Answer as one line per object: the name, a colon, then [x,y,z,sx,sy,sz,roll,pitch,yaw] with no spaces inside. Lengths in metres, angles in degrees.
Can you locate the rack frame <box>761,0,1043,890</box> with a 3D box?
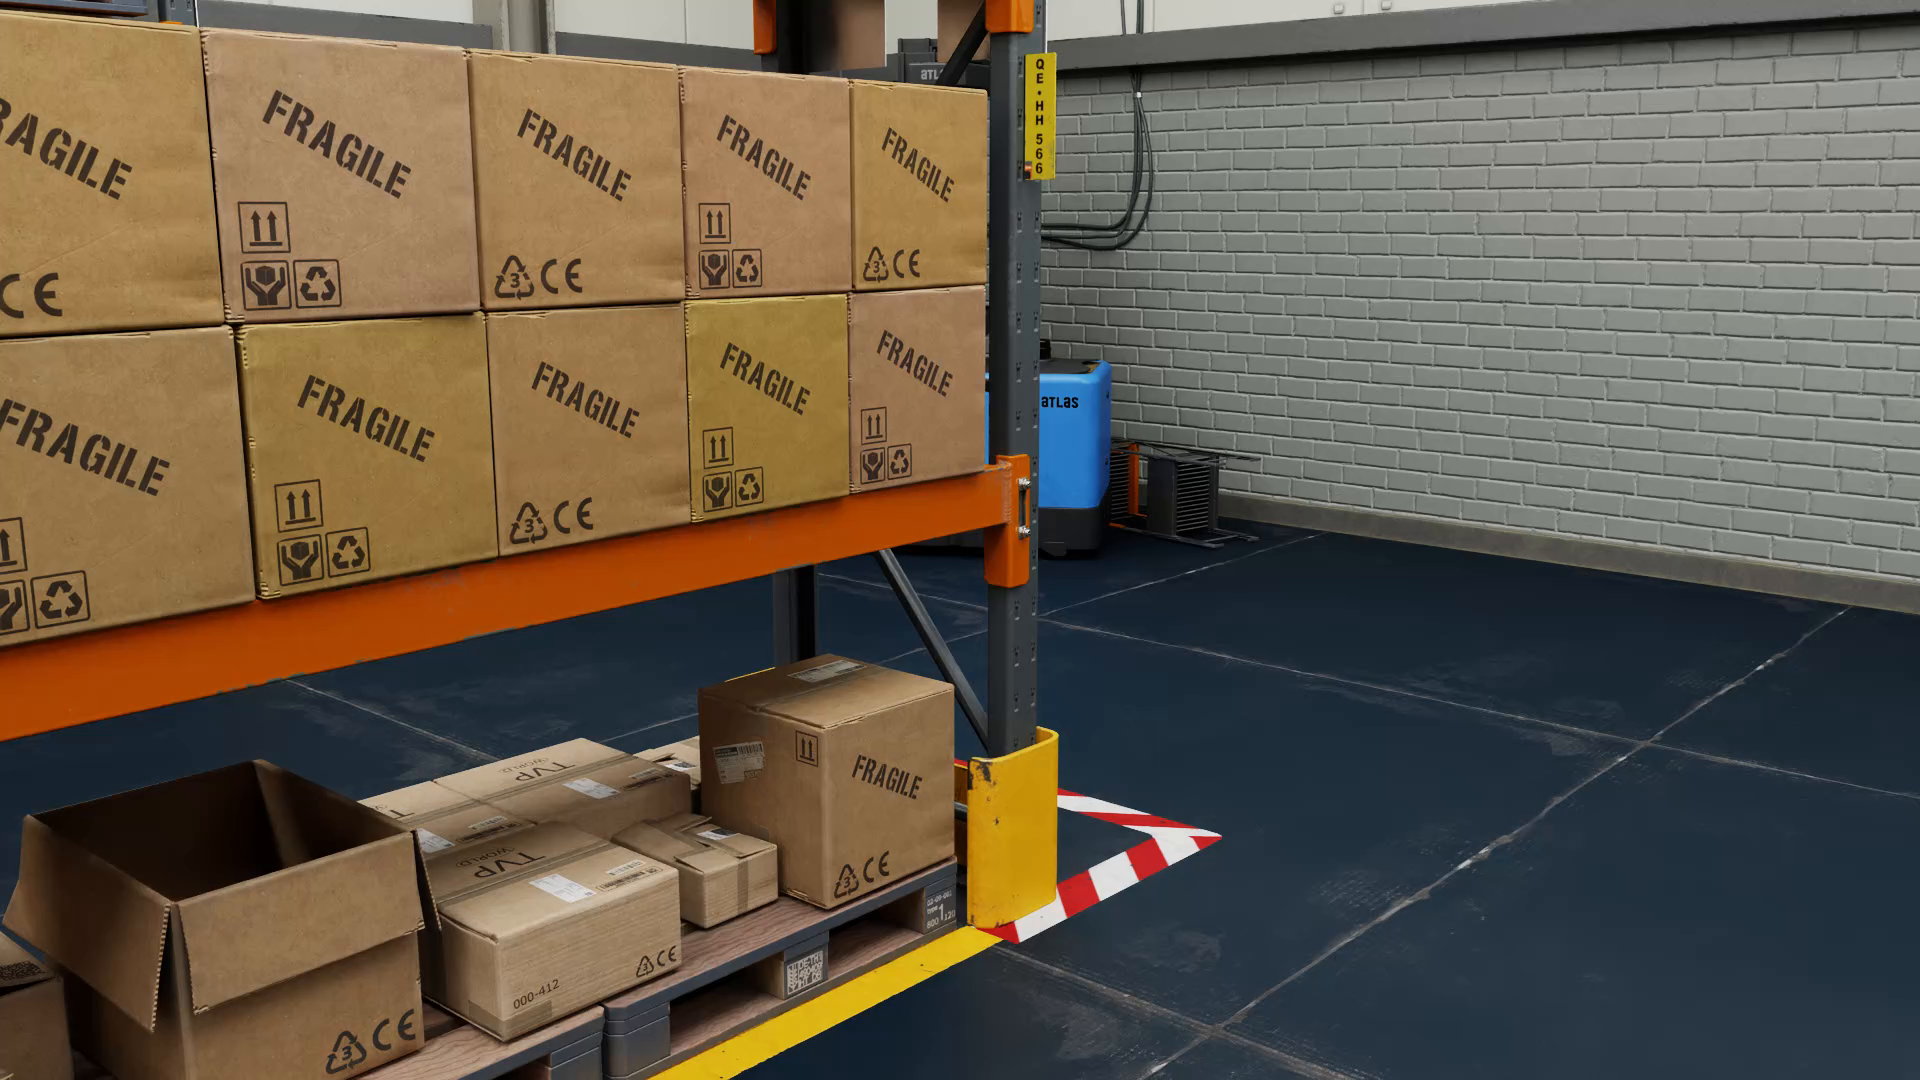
rack frame: [-0.190,-0.478,4.944,1.000,3.000,0.127,10,15,40]

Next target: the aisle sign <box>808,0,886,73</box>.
aisle sign: [-0.366,-1.800,4.930,0.394,0.787,0.004,10,15,40]

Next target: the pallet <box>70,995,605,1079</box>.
pallet: [-1.571,1.197,3.679,1.003,0.211,1.213,10,15,40]

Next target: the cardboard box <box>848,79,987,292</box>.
cardboard box: [-0.277,-0.916,4.330,0.500,0.500,0.500,10,15,40]

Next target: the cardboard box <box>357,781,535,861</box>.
cardboard box: [-1.422,0.845,4.217,0.500,0.250,0.500,10,15,40]

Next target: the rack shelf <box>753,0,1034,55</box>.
rack shelf: [-1.510,-1.302,3.247,1.077,0.370,4.000,10,15,40]

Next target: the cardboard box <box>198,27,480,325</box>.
cardboard box: [-1.288,-0.689,3.194,0.500,0.500,0.500,10,15,42]

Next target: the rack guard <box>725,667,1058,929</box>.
rack guard: [-0.240,0.759,5.133,1.175,0.500,0.348,10,15,40]

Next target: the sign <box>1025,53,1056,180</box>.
sign: [0.214,-1.126,4.426,0.100,0.325,0.005,10,15,40]

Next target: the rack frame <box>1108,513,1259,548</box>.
rack frame: [1.005,-0.136,10.802,0.400,0.015,2.100,-9,14,-38]

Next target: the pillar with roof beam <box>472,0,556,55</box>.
pillar with roof beam: [0.453,-4.012,7.322,9.100,9.000,0.400,10,15,40]

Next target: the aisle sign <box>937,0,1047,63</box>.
aisle sign: [0.085,-1.723,4.541,0.394,0.787,0.004,10,15,40]

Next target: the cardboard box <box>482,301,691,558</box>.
cardboard box: [-0.954,-0.276,3.680,0.500,0.500,0.500,10,15,41]

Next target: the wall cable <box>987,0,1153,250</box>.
wall cable: [0.088,-3.323,11.799,3.097,2.526,0.112,10,15,40]

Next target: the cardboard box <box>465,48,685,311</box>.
cardboard box: [-0.949,-0.765,3.573,0.500,0.500,0.500,10,15,42]

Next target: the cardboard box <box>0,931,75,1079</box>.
cardboard box: [-2.172,0.983,3.374,0.500,0.311,0.500,10,15,40]

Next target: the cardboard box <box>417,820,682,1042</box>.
cardboard box: [-1.014,0.903,3.930,0.500,0.250,0.500,10,15,40]

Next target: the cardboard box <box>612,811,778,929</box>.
cardboard box: [-0.699,0.856,4.378,0.380,0.166,0.250,10,15,40]

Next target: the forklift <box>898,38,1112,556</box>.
forklift: [-0.614,-1.458,10.025,3.031,2.935,1.130,2,11,9]

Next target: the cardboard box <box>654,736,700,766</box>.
cardboard box: [-0.725,0.722,5.094,0.380,0.149,0.250,10,15,40]

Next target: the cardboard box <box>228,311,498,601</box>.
cardboard box: [-1.287,-0.202,3.309,0.500,0.500,0.500,9,15,40]

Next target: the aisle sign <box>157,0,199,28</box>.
aisle sign: [-3.641,-2.364,7.752,0.394,0.787,0.004,10,15,40]

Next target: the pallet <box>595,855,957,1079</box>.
pallet: [-0.766,1.019,4.573,1.003,0.211,1.213,10,15,40]

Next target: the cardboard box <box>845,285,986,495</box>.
cardboard box: [-0.281,-0.426,4.428,0.500,0.500,0.500,10,15,42]

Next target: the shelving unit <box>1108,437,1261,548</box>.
shelving unit: [1.004,-0.375,10.756,0.431,0.503,2.100,-9,14,-38]

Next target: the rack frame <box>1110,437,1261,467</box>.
rack frame: [1.002,-0.615,10.710,0.400,0.015,2.100,-9,14,-38]

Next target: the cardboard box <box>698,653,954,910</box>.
cardboard box: [-0.364,0.644,4.586,0.500,0.500,0.500,10,15,40]

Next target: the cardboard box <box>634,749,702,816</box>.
cardboard box: [-0.890,0.750,4.908,0.380,0.166,0.250,10,15,40]

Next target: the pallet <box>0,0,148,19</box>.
pallet: [-4.395,-2.434,7.310,1.003,0.211,1.213,10,15,40]

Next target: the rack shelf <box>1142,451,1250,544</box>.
rack shelf: [1.450,-0.273,10.209,0.431,0.480,0.518,-9,14,-38]

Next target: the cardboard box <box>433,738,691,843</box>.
cardboard box: [-1.092,0.772,4.585,0.500,0.250,0.500,10,15,40]

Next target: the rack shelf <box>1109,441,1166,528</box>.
rack shelf: [1.012,-0.373,10.746,0.431,0.480,0.518,-9,14,-38]

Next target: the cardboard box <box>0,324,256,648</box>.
cardboard box: [-1.622,-0.127,2.933,0.500,0.500,0.500,10,15,40]

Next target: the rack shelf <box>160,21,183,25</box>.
rack shelf: [-5.234,-1.941,6.451,1.077,0.370,4.000,10,15,40]

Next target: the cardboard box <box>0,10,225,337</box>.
cardboard box: [-1.628,-0.613,2.813,0.500,0.500,0.500,9,15,39]

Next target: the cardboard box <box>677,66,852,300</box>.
cardboard box: [-0.610,-0.841,3.958,0.500,0.500,0.500,10,15,42]

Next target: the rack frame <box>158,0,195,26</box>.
rack frame: [-3.914,-1.118,8.148,1.000,3.000,0.127,10,15,40]

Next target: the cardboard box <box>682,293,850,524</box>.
cardboard box: [-0.621,-0.349,4.044,0.500,0.500,0.500,10,15,41]

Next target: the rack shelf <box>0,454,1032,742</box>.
rack shelf: [-1.510,0.169,3.541,1.077,0.370,4.000,10,15,40]

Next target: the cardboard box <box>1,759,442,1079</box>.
cardboard box: [-1.594,0.842,3.586,0.797,0.503,0.637,10,15,40]
